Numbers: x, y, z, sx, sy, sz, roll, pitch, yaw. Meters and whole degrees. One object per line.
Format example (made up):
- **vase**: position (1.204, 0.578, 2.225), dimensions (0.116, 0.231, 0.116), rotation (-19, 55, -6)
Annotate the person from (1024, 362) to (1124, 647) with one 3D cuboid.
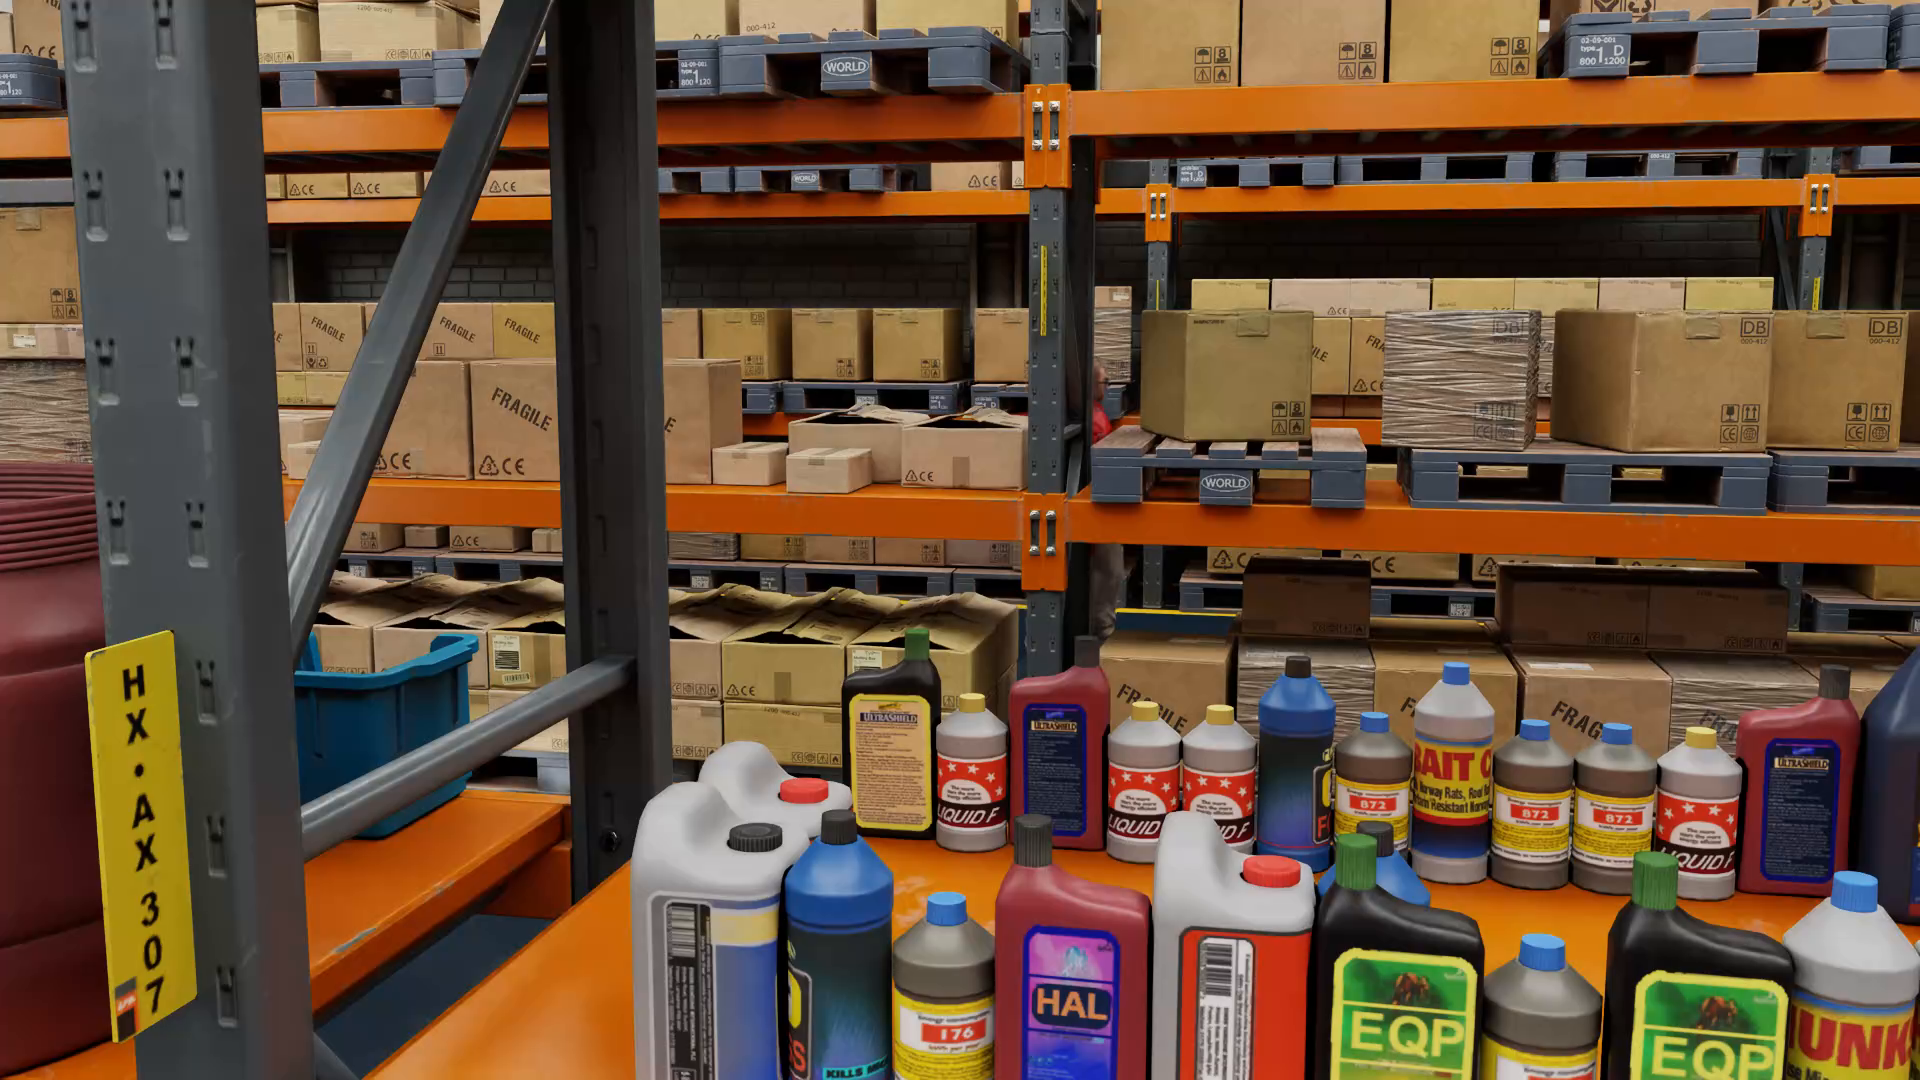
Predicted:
- **person**: position (0.718, -0.185, 9.727), dimensions (0.657, 1.718, 0.630), rotation (-5, 10, -34)
